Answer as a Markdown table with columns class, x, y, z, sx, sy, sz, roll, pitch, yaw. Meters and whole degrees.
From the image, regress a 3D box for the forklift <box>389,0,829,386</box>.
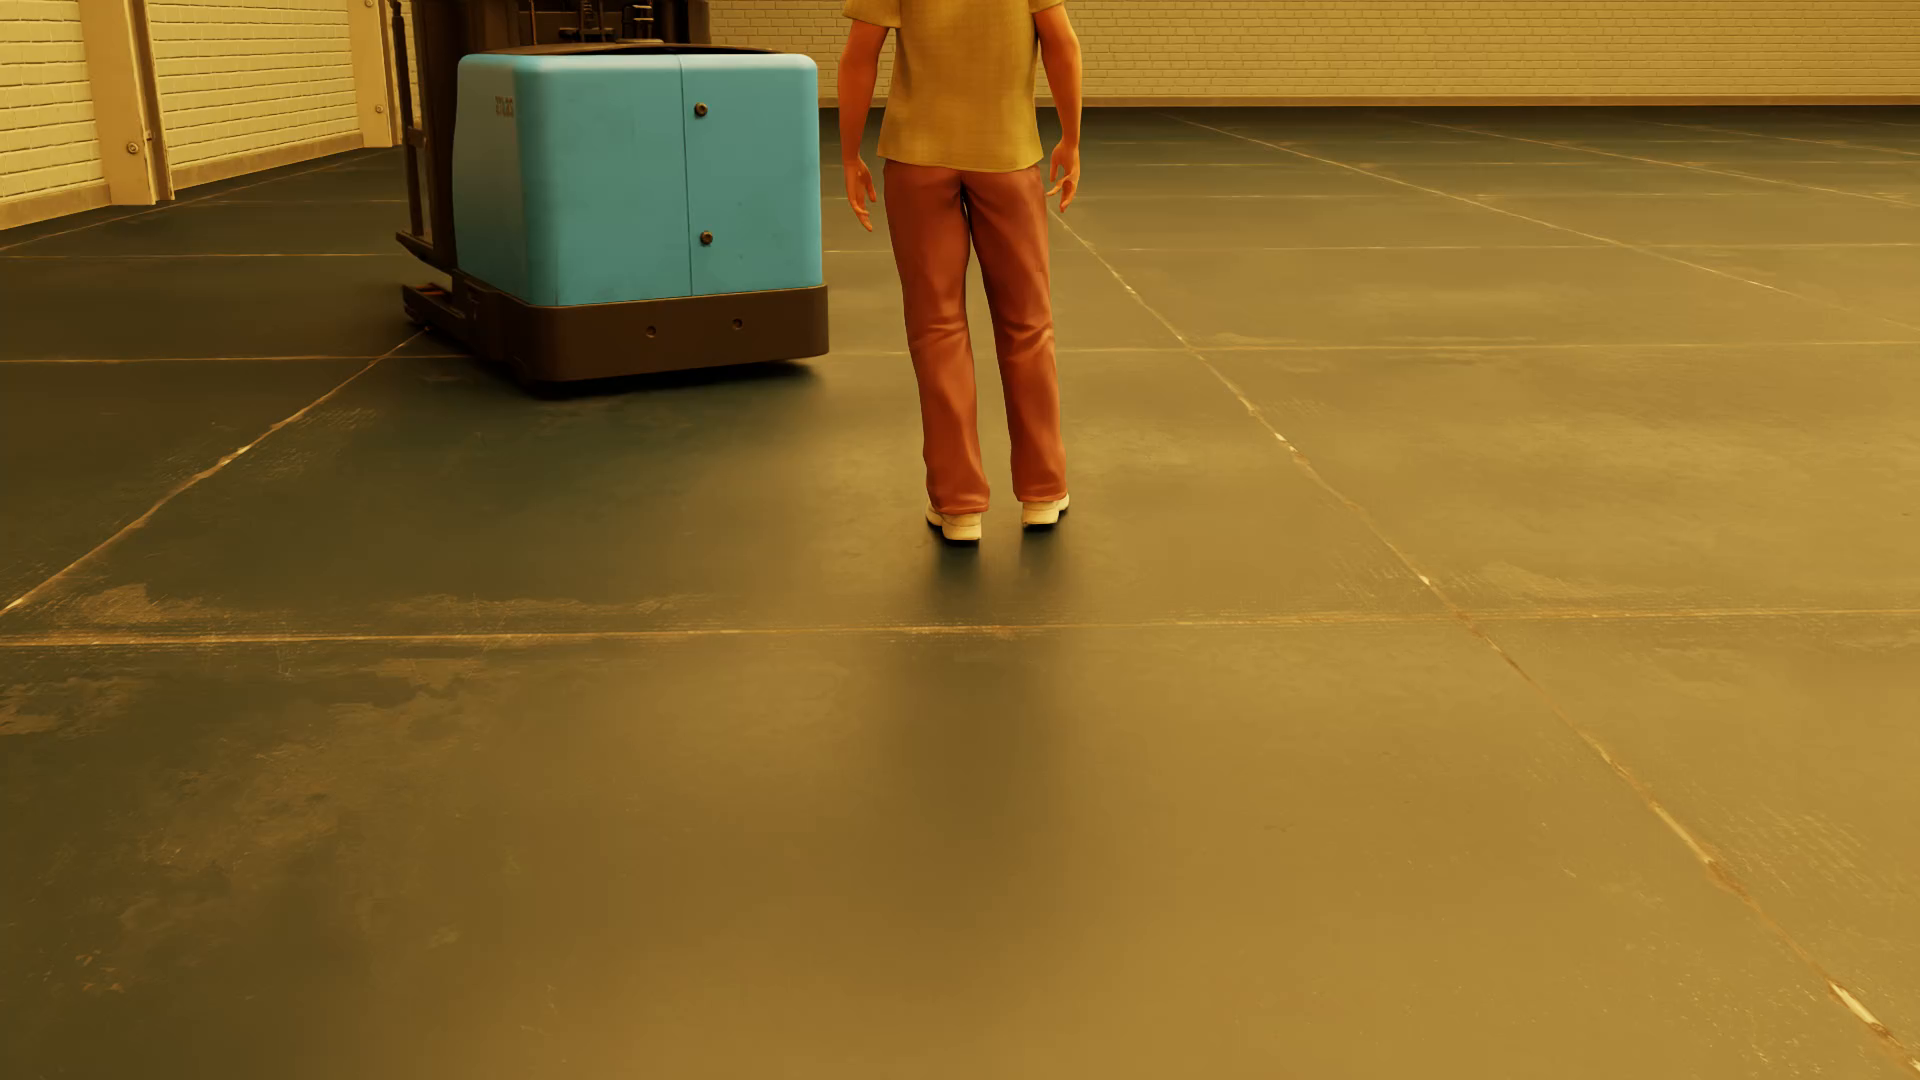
| class | x | y | z | sx | sy | sz | roll | pitch | yaw |
| --- | --- | --- | --- | --- | --- | --- | --- | --- | --- |
| forklift | -1.622 | -2.289 | 6.388 | 1.130 | 2.935 | 3.031 | -9 | 19 | -28 |

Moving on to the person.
| class | x | y | z | sx | sy | sz | roll | pitch | yaw |
| --- | --- | --- | --- | --- | --- | --- | --- | --- | --- |
| person | 0.007 | -0.825 | 3.744 | 0.554 | 1.662 | 0.548 | -1 | 17 | -3 |
